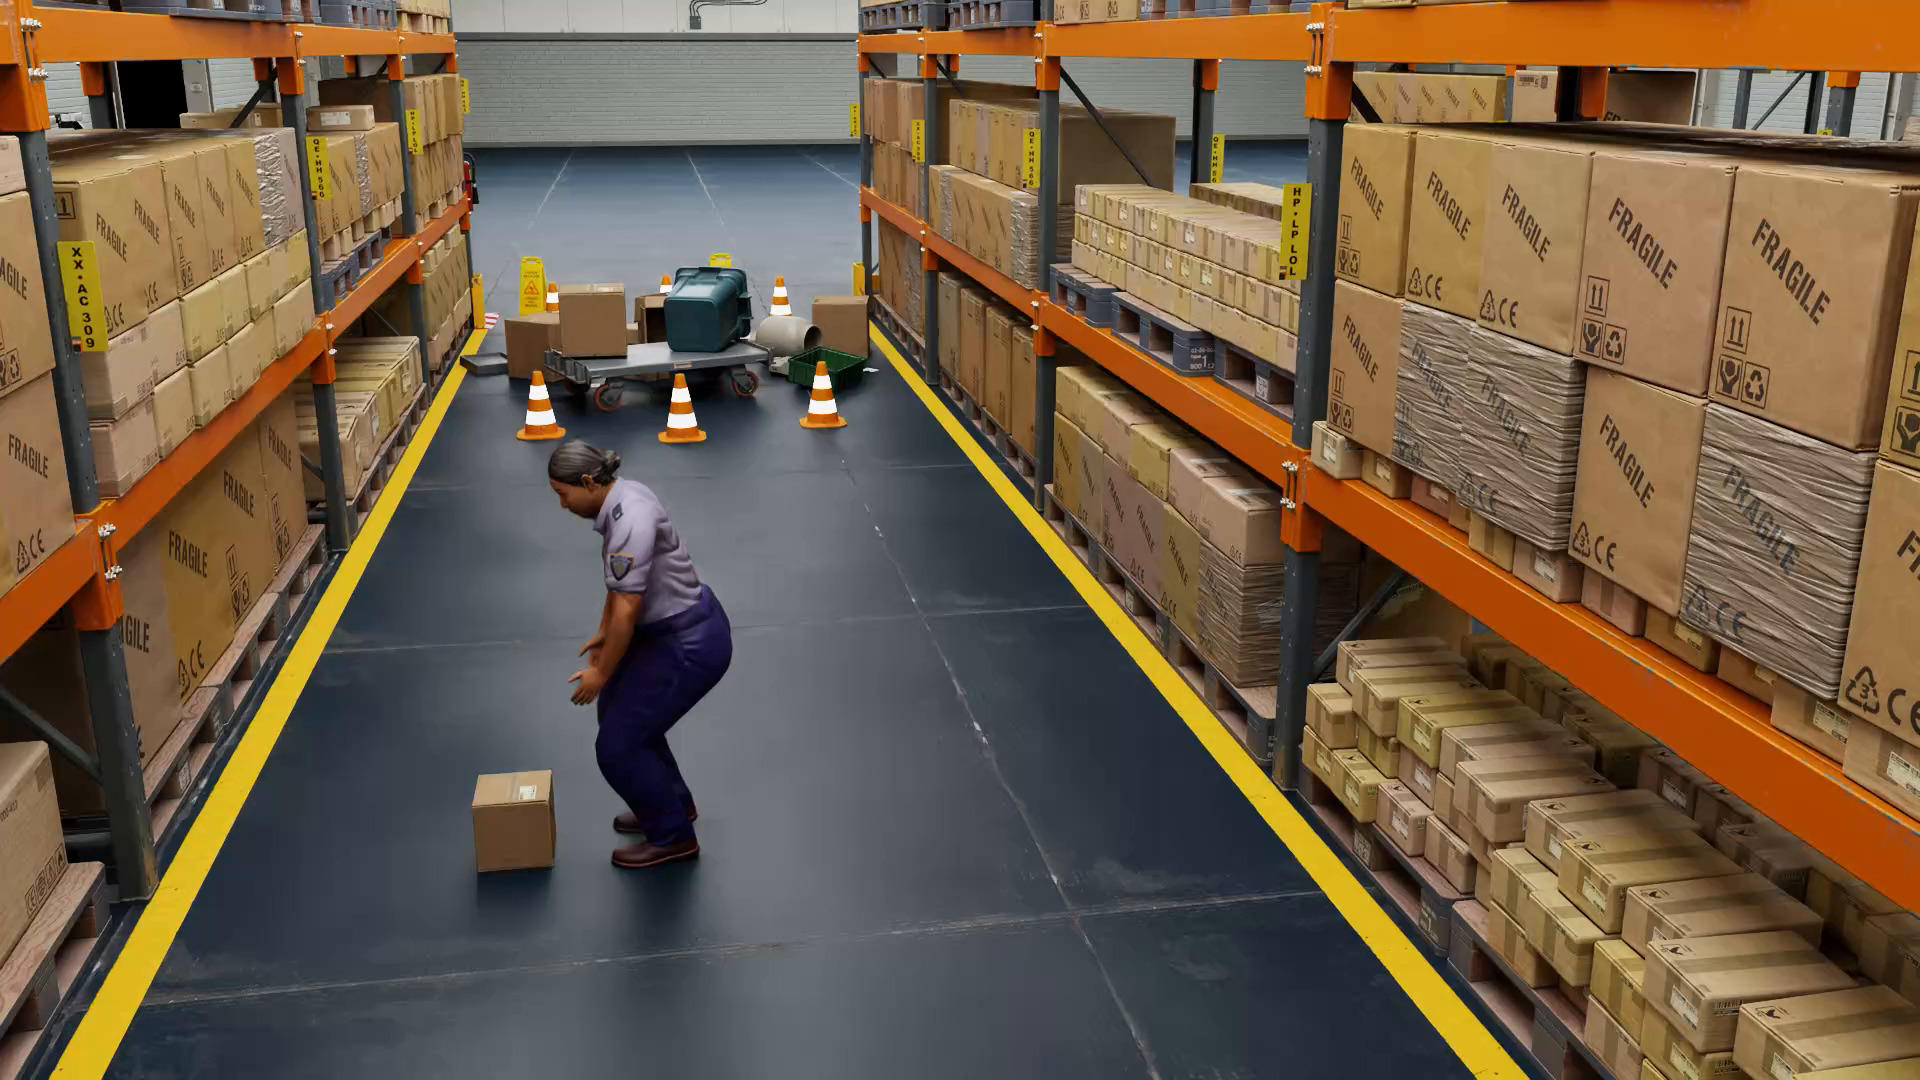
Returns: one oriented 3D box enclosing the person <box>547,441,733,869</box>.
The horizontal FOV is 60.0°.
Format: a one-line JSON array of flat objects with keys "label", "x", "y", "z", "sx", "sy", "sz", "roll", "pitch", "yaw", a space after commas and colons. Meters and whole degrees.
[{"label": "person", "x": -1.058, "y": 0.434, "z": 5.651, "sx": 0.572, "sy": 1.347, "sz": 0.528, "roll": -3, "pitch": 17, "yaw": -10}]
